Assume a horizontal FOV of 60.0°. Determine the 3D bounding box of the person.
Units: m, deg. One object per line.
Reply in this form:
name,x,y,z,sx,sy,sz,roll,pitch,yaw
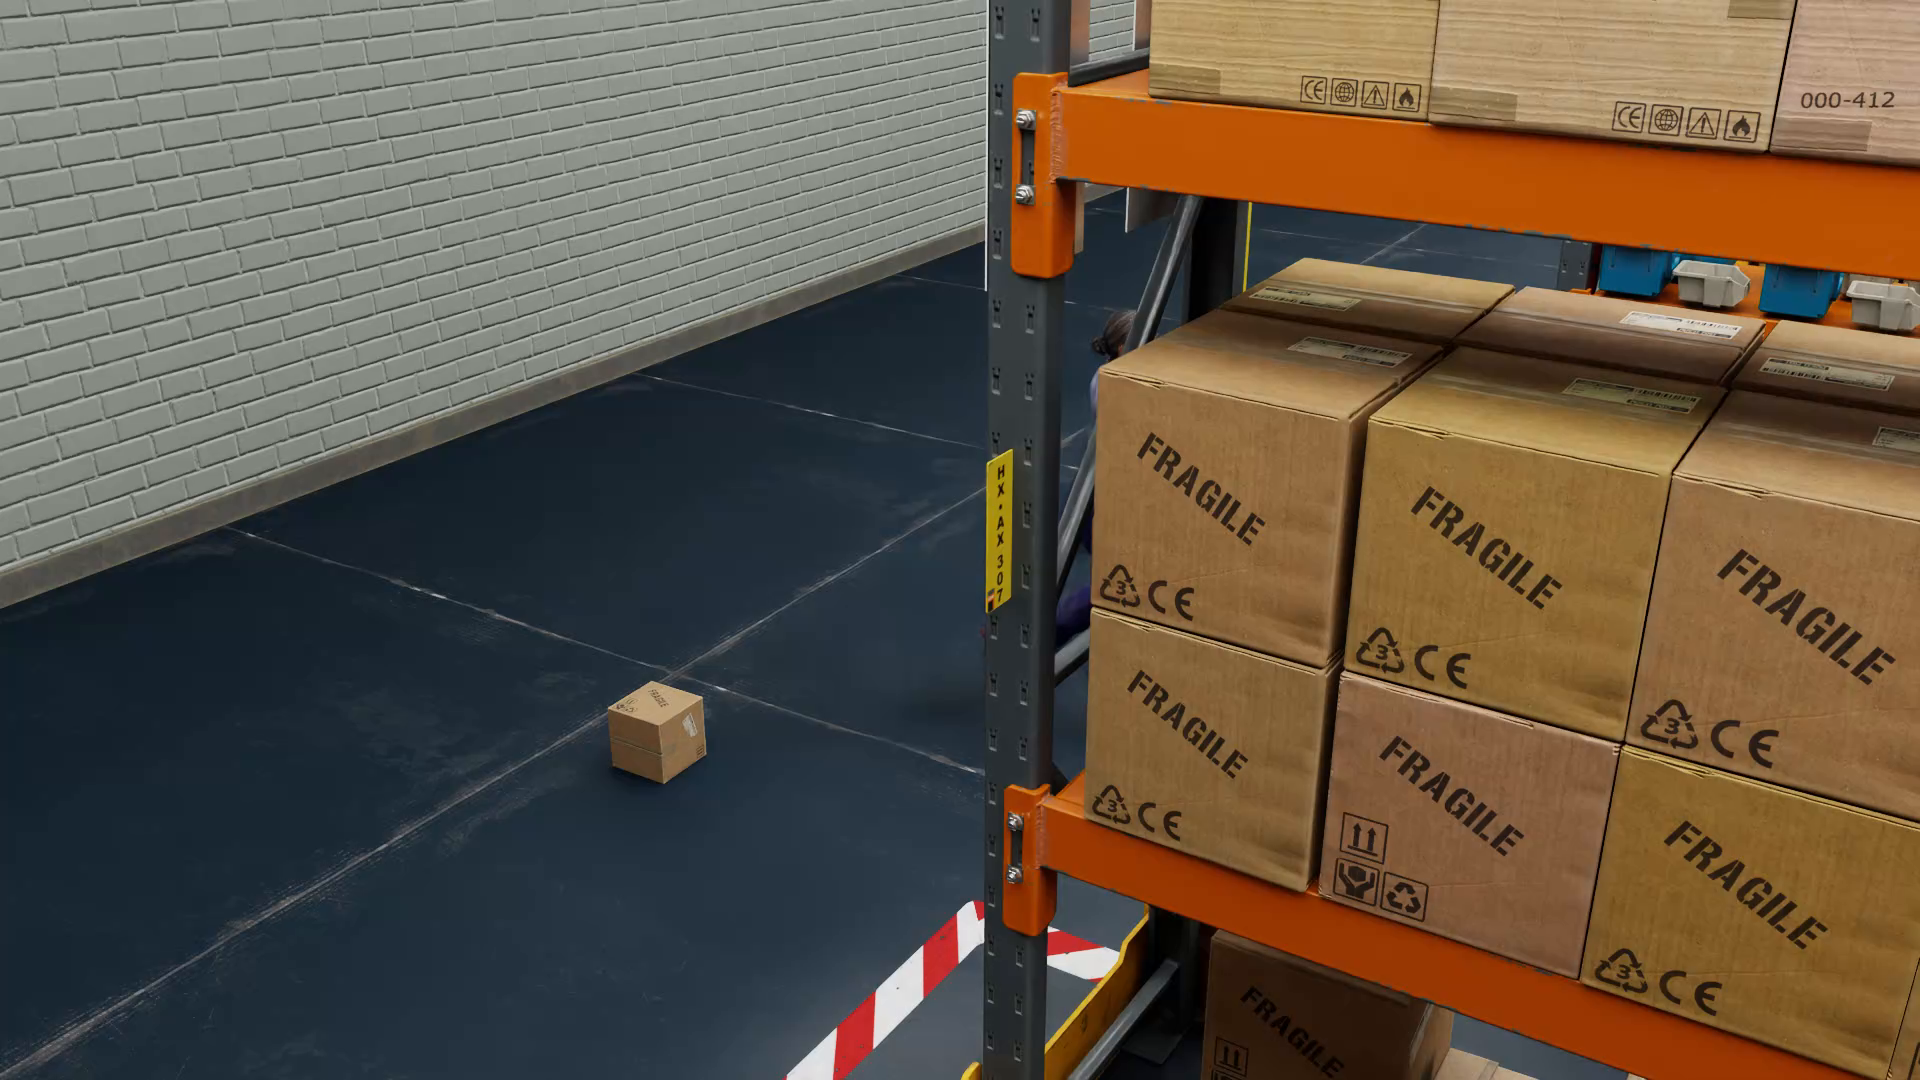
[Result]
person,0.558,-0.084,6.259,0.630,1.630,0.505,0,23,0
